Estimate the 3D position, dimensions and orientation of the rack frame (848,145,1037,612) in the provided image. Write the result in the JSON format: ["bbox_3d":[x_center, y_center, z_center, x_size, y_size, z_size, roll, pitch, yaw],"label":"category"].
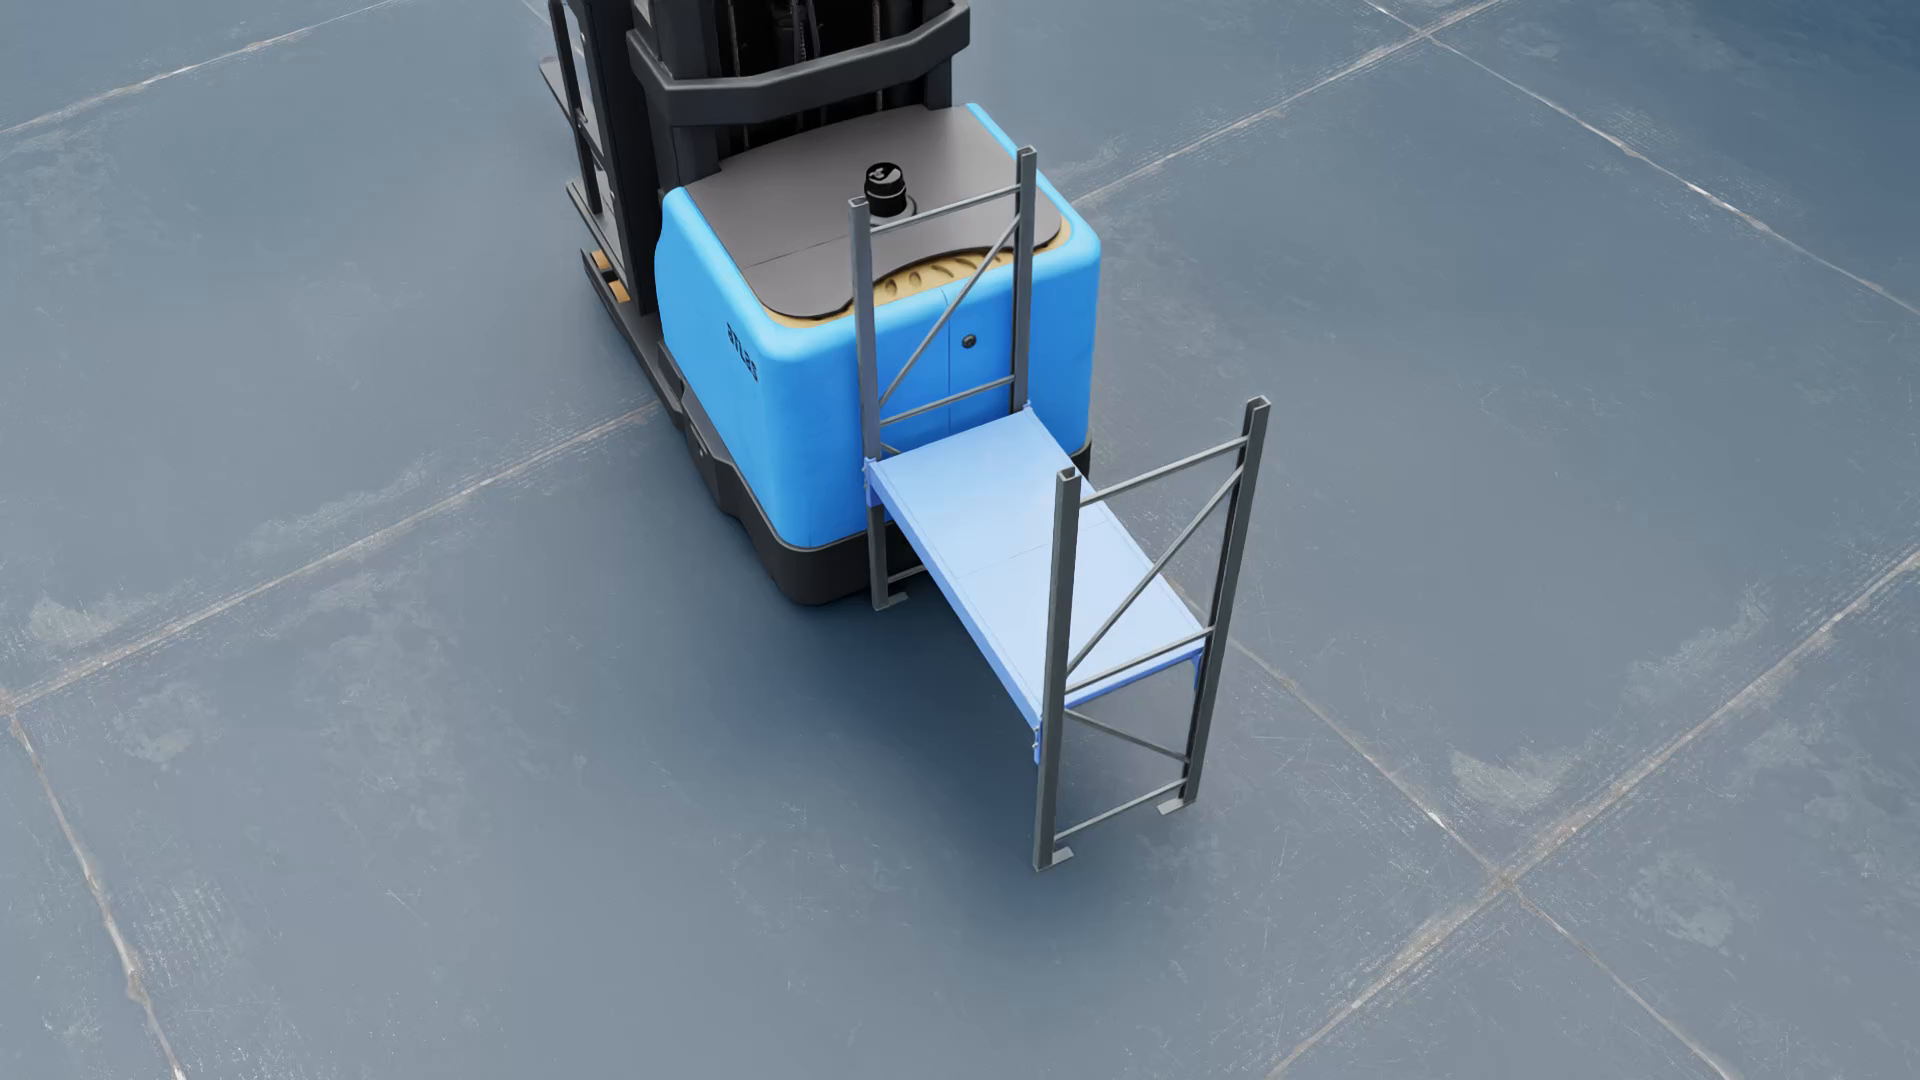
[{"bbox_3d":[-0.039,-0.379,4.581,0.500,1.500,0.032,-21,51,-18],"label":"rack frame"}]

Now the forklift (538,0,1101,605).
[{"bbox_3d":[-0.712,-1.890,4.986,1.130,2.935,3.031,-21,51,-18],"label":"forklift"}]

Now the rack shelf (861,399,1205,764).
[{"bbox_3d":[0.192,0.077,4.410,0.538,0.185,1.000,-21,51,-18],"label":"rack shelf"}]

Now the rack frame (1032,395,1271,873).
[{"bbox_3d":[0.424,0.292,3.973,0.500,1.500,0.032,-21,51,-18],"label":"rack frame"}]

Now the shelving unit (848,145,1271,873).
[{"bbox_3d":[0.192,-0.044,4.277,0.538,1.500,1.048,-21,51,-18],"label":"shelving unit"}]
